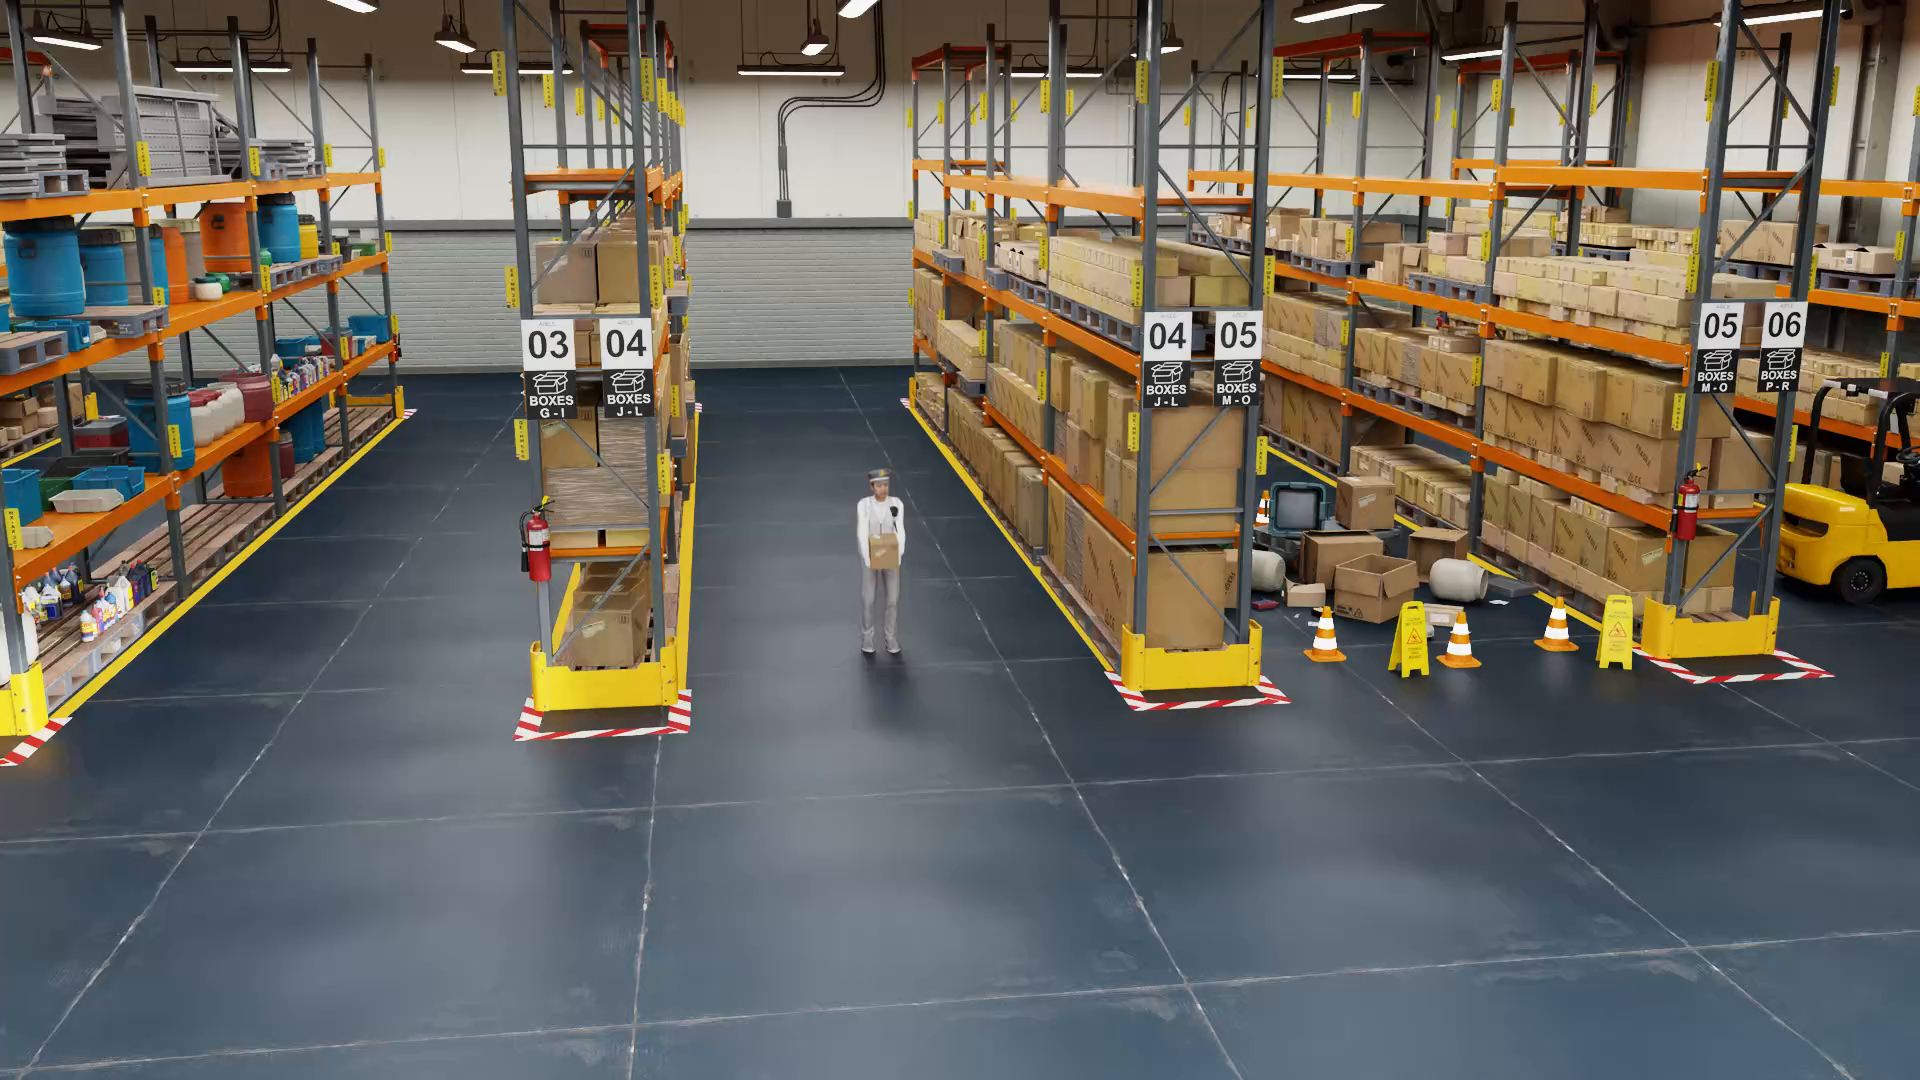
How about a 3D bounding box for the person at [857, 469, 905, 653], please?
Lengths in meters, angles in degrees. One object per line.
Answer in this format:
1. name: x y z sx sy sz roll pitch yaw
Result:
1. person: -0.714 0.192 15.129 0.433 1.691 0.515 -2 13 -9
